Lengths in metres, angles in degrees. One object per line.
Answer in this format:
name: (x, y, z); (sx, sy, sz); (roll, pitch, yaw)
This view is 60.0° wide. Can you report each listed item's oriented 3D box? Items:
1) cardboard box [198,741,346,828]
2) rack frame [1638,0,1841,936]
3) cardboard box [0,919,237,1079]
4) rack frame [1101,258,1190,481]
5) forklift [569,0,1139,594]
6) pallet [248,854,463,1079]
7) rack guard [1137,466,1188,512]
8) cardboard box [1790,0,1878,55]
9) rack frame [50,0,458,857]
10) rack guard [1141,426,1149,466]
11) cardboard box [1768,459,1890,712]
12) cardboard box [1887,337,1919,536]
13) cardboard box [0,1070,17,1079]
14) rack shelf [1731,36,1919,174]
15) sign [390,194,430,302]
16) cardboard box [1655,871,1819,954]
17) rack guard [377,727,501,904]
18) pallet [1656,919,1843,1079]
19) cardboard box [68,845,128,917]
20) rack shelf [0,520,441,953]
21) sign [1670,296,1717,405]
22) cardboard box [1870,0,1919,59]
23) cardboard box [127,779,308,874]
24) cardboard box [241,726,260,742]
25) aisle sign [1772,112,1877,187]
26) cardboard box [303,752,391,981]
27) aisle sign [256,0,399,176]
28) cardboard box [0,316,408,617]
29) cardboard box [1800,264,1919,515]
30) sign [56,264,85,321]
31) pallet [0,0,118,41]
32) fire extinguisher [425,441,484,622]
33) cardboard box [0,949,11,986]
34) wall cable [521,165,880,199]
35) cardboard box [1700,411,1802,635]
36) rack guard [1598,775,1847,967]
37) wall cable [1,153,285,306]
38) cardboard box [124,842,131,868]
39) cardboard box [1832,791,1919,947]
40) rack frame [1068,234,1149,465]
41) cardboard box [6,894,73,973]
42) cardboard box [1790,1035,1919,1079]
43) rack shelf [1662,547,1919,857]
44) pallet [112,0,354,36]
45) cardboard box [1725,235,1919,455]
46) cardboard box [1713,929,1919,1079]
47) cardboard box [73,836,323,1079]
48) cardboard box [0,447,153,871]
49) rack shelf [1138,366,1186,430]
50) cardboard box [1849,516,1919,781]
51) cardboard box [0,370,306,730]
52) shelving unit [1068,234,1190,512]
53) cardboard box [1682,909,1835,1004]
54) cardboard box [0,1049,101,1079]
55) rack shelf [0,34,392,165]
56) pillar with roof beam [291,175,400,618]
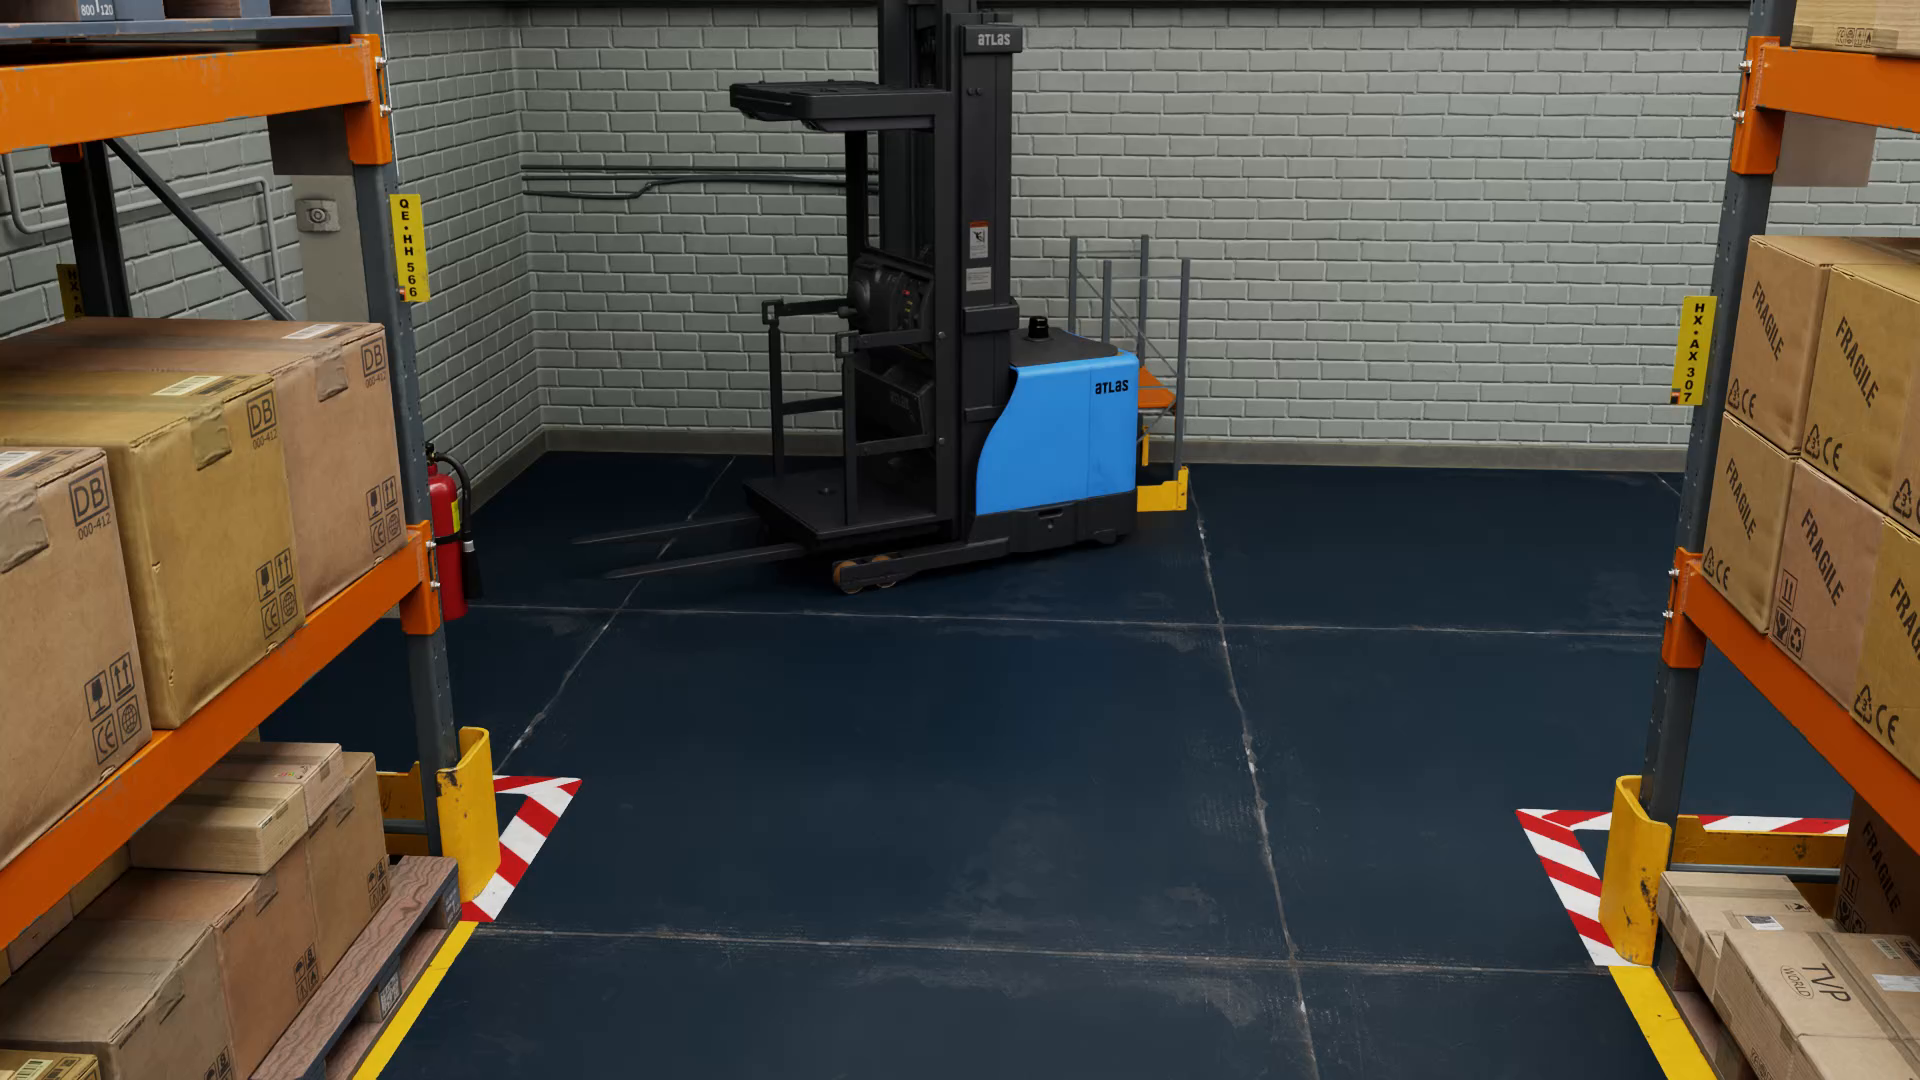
cardboard box: (-2.004, 0.698, 4.774); (0.380, 0.149, 0.250); (1, 18, 3)
rack frame: (2.715, -0.136, 5.021); (1.000, 3.000, 0.127); (1, 18, 4)
cardboard box: (-2.248, 1.274, 4.058); (0.700, 0.500, 0.500); (1, 18, 2)
rack frame: (1.067, -0.887, 9.722); (0.500, 1.500, 0.032); (-2, 18, -7)
forklift: (-0.551, -1.303, 8.692); (3.031, 2.935, 1.130); (-9, 20, -26)
pallet: (-2.205, 1.330, 5.026); (1.003, 0.211, 1.213); (1, 18, 4)
rack guard: (1.065, -0.299, 9.935); (0.587, 0.250, 0.087); (-2, 18, -7)
cardboard box: (2.425, -1.336, 4.108); (0.500, 0.250, 0.500); (1, 18, 4)
rack frame: (-2.226, -0.246, 5.355); (1.000, 3.000, 0.127); (1, 18, 4)
rack guard: (0.940, -0.607, 10.874); (0.587, 0.250, 0.087); (-2, 18, -7)
cardboard box: (2.389, 0.109, 4.114); (0.500, 0.500, 0.500); (1, 18, 3)
cardboard box: (2.350, -0.209, 3.478); (0.500, 0.500, 0.500); (2, 18, 5)
cardboard box: (-2.113, 1.182, 3.296); (0.380, 0.149, 0.250); (1, 18, 2)
rack shelf: (2.572, -0.599, 2.771); (1.077, 0.370, 4.000); (1, 18, 4)
sign: (-1.686, -0.892, 5.088); (0.100, 0.325, 0.005); (1, 18, 4)
cardboard box: (2.342, 1.132, 5.023); (0.380, 0.149, 0.250); (1, 18, 4)
rack guard: (-2.224, 0.935, 5.767); (1.175, 0.500, 0.348); (1, 18, 4)
pallet: (2.654, 1.460, 4.628); (1.003, 0.211, 1.213); (1, 18, 4)
cardboard box: (-2.421, 0.846, 4.323); (0.380, 0.149, 0.250); (1, 18, 4)
rack shelf: (-2.369, 0.717, 3.572); (1.077, 0.370, 4.000); (1, 18, 4)
sign: (2.174, -0.560, 4.923); (0.100, 0.325, 0.005); (1, 18, 4)
cardboard box: (2.376, -1.181, 3.635); (0.500, 0.250, 0.500); (1, 18, 4)
cardboard box: (-2.021, 0.777, 4.531); (0.380, 0.149, 0.250); (2, 18, 5)
cardboard box: (-2.367, 0.611, 5.040); (0.380, 0.149, 0.250); (1, 18, 4)
aisle sign: (2.427, -1.399, 4.701); (0.394, 0.787, 0.004); (1, 18, 4)
cardboard box: (-2.176, 0.962, 5.009); (0.700, 0.500, 0.500); (1, 18, 4)
aisle sign: (-1.922, -1.497, 4.998); (0.394, 0.787, 0.004); (1, 18, 4)
cardboard box: (-2.252, -0.230, 4.825); (0.980, 0.700, 0.700); (2, 18, 6)
cardboard box: (2.391, -0.364, 3.951); (0.500, 0.500, 0.500); (1, 18, 4)
sign: (-2.779, -0.709, 5.252); (0.100, 0.325, 0.005); (1, 18, 4)
pallet: (-2.353, -1.018, 3.039); (1.003, 0.211, 1.213); (1, 18, 4)
fire extinguisher: (-1.755, -0.068, 5.537); (0.296, 0.674, 0.183); (1, 18, 4)
cardboard box: (-2.456, 1.005, 3.838); (0.380, 0.149, 0.250); (1, 18, 4)
wall cable: (-1.464, -3.370, 10.241); (3.097, 2.526, 0.112); (1, 18, 4)
cardboard box: (2.420, -0.052, 4.603); (0.500, 0.500, 0.500); (2, 18, 5)
rack guard: (2.710, 1.075, 5.339); (1.175, 0.500, 0.348); (1, 18, 4)
wall cable: (-3.078, -1.147, 6.475); (0.084, 1.984, 1.851); (1, 18, 4)
cardboard box: (-2.402, 0.768, 4.560); (0.380, 0.149, 0.250); (1, 18, 4)
cardboard box: (2.922, 1.017, 4.810); (0.500, 0.500, 0.500); (1, 18, 4)
rack frame: (0.940, -1.201, 10.680); (0.500, 1.500, 0.032); (-2, 18, -7)
cardboard box: (-2.438, 0.925, 4.081); (0.380, 0.149, 0.250); (2, 18, 5)
cardboard box: (2.322, 1.435, 3.937); (0.500, 0.250, 0.500); (1, 18, 4)
rack shelf: (2.572, 0.827, 3.238); (1.077, 0.370, 4.000); (1, 18, 4)
pallet: (-2.269, -1.398, 4.198); (1.003, 0.211, 1.213); (1, 18, 4)
cardboard box: (2.420, -0.527, 4.447); (0.500, 0.500, 0.500); (2, 18, 6)
cardboard box: (2.358, 1.279, 4.411); (0.500, 0.250, 0.500); (1, 18, 4)
cardboard box: (-2.212, 1.118, 4.535); (0.700, 0.500, 0.500); (1, 18, 4)
cardboard box: (-2.357, 0.233, 3.412); (0.980, 0.700, 0.700); (0, 18, 1)
rack shelf: (1.004, -0.873, 10.257); (0.538, 0.185, 1.000); (-2, 18, -7)
cardboard box: (2.350, 0.264, 3.638); (0.500, 0.500, 0.500); (1, 18, 4)
cardboard box: (-2.294, -0.003, 4.134); (0.980, 0.700, 0.700); (1, 18, 3)
shelving unit: (1.003, -1.047, 10.210); (0.587, 1.500, 1.083); (-2, 18, -7)
cardboard box: (2.325, 1.201, 4.784); (0.380, 0.166, 0.250); (1, 18, 4)
cardboard box: (-2.278, 1.440, 3.552); (0.700, 0.500, 0.500); (2, 18, 5)
rack shelf: (-2.369, -0.708, 3.105); (1.077, 0.370, 4.000); (1, 18, 4)
pillar with roof beam: (1.399, -3.858, 6.746); (9.100, 9.000, 0.400); (1, 18, 4)
